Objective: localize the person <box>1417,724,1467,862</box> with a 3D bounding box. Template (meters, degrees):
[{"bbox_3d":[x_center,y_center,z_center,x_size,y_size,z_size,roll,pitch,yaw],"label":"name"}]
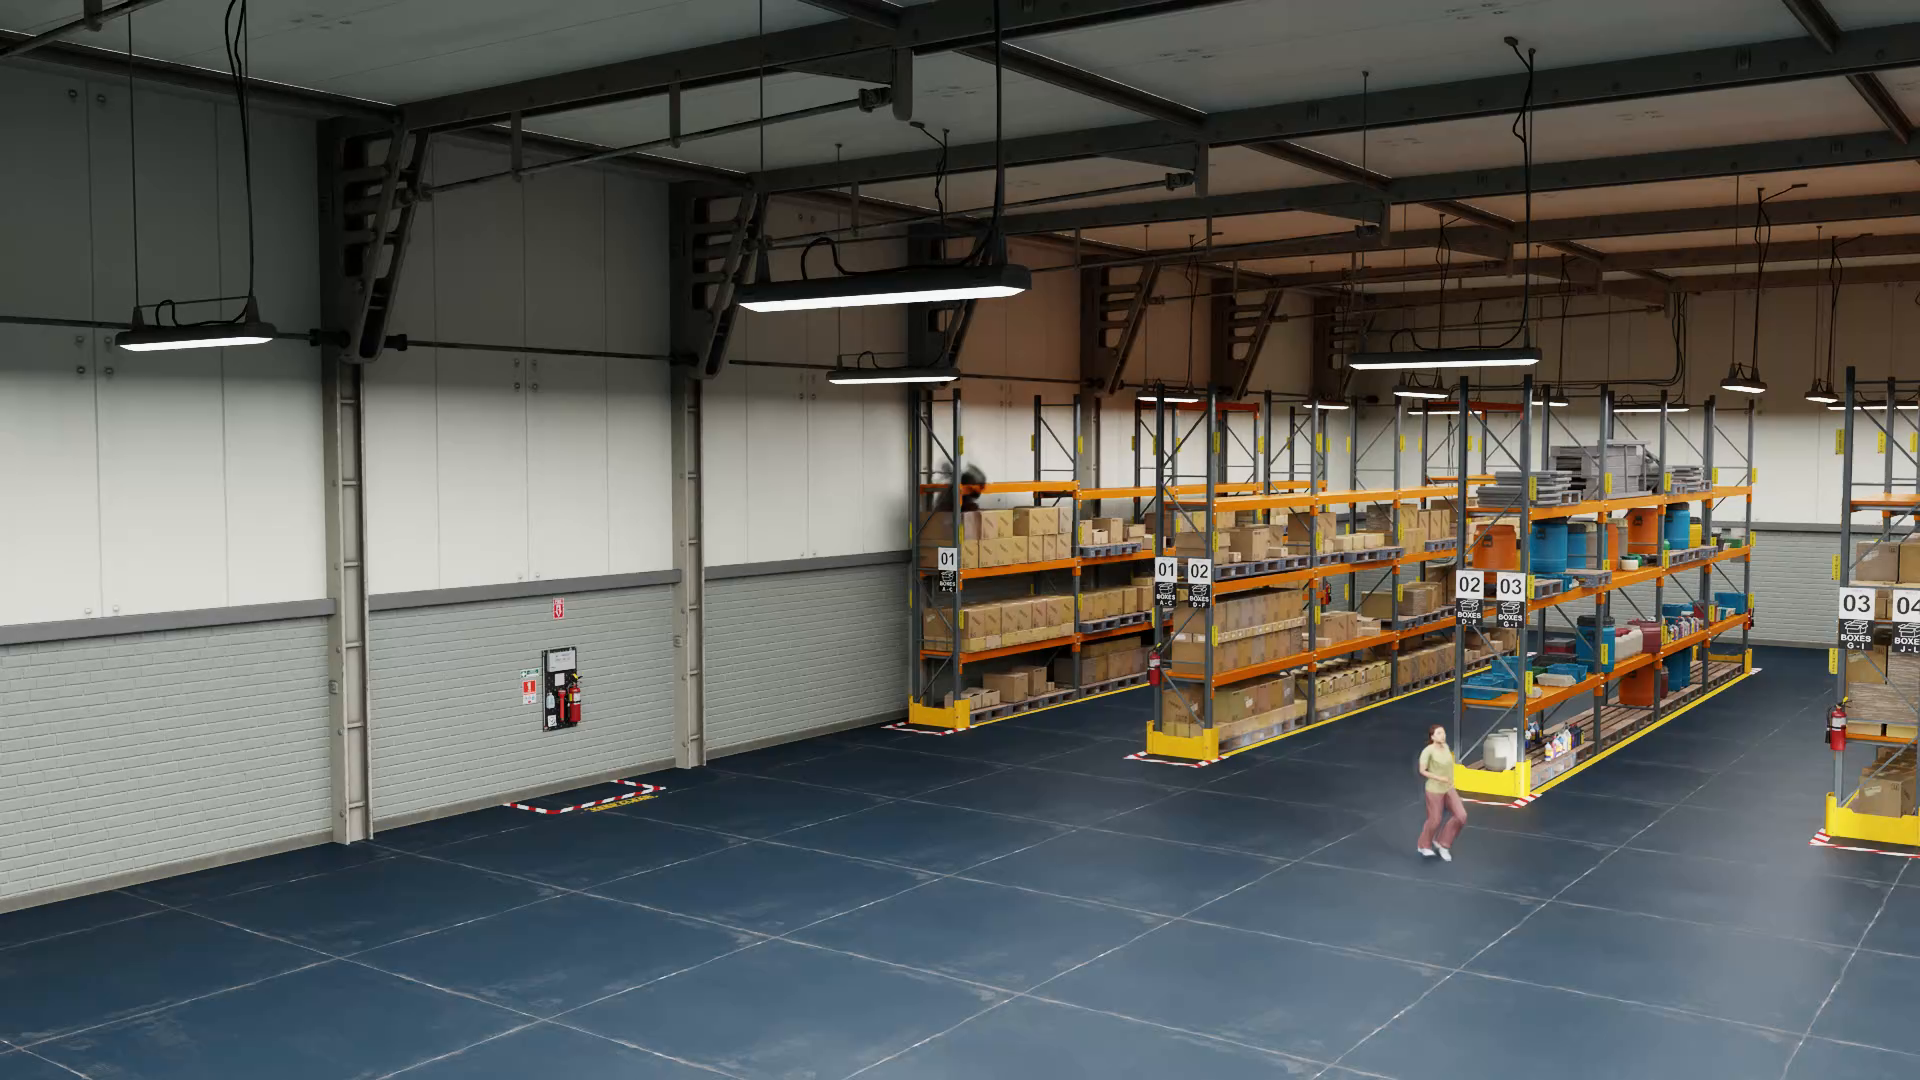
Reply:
[{"bbox_3d":[5.782,3.036,20.051,0.582,1.653,0.644,-1,4,-24],"label":"person"}]
